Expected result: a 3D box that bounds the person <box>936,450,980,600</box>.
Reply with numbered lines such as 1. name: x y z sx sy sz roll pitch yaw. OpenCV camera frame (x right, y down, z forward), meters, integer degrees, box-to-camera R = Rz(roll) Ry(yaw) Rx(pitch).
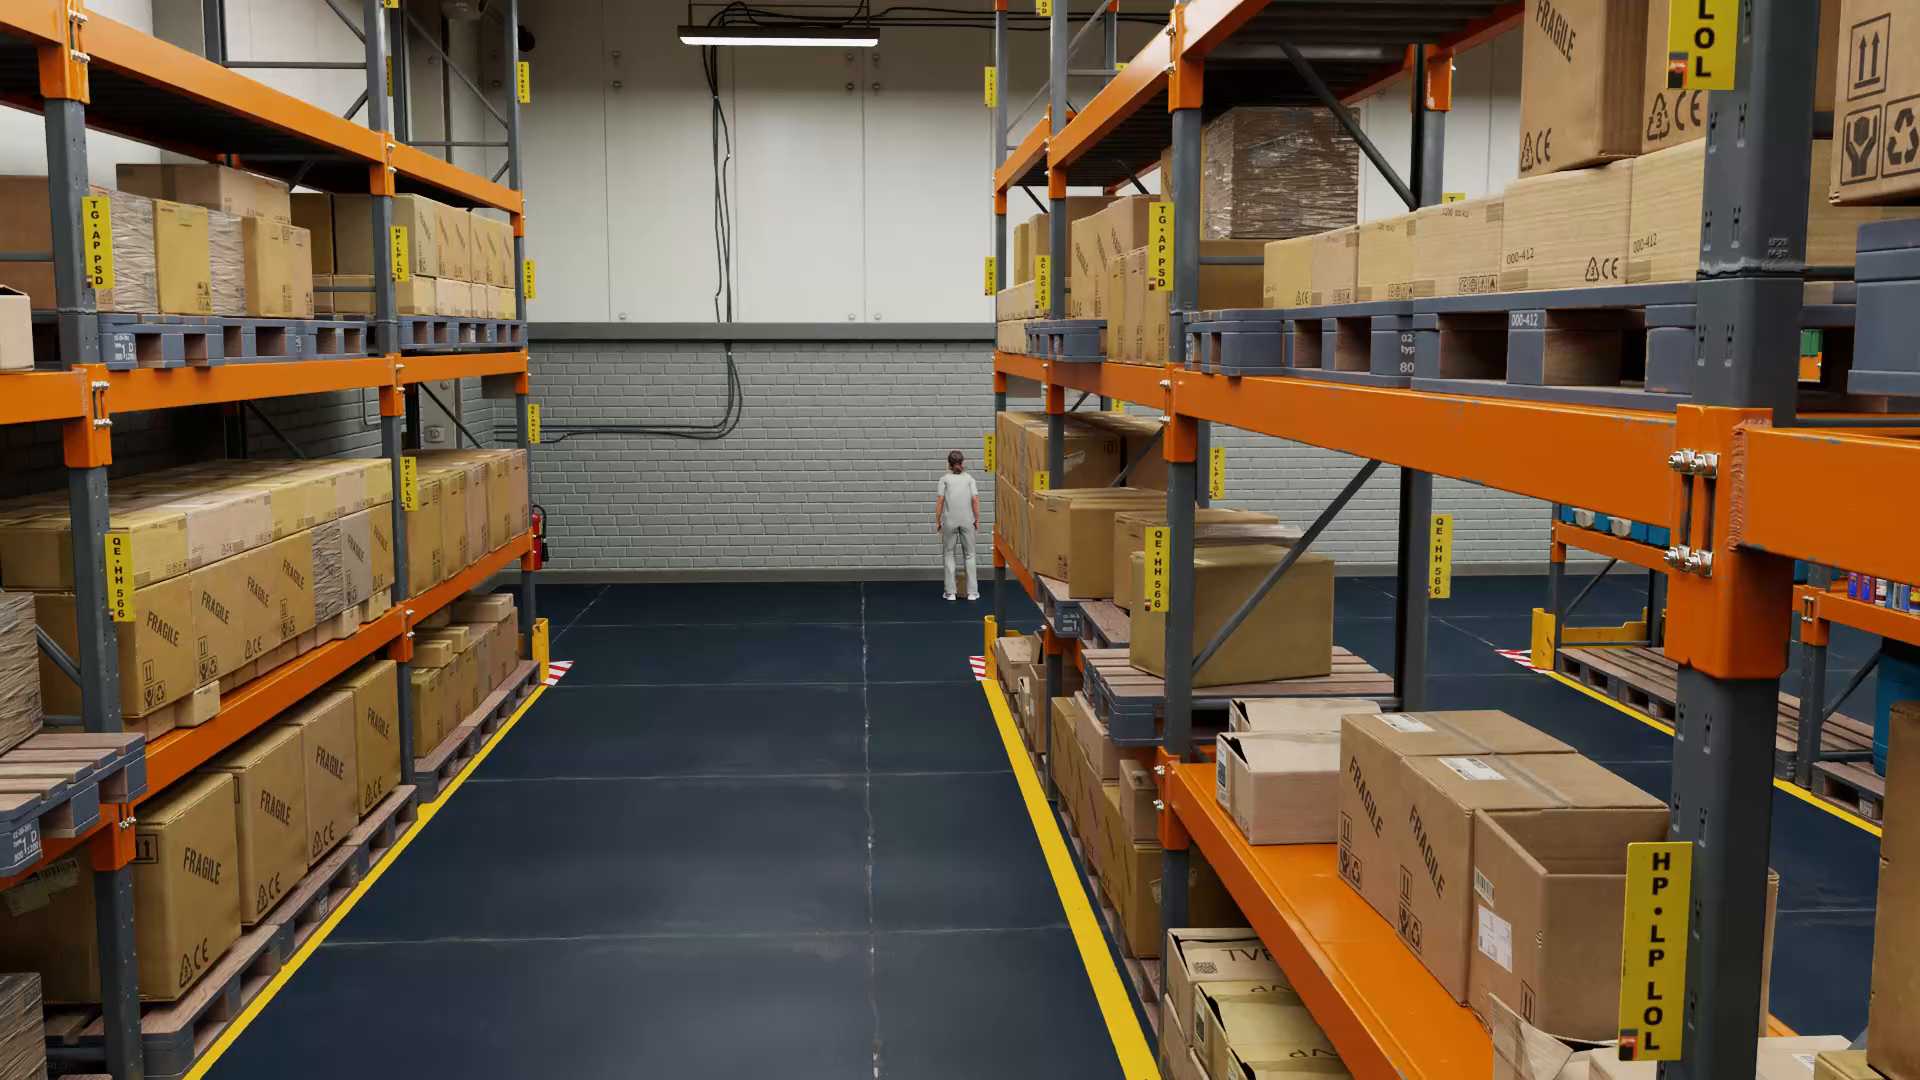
1. person: -0.021 -0.166 18.617 0.502 1.672 0.351 -1 7 -5
